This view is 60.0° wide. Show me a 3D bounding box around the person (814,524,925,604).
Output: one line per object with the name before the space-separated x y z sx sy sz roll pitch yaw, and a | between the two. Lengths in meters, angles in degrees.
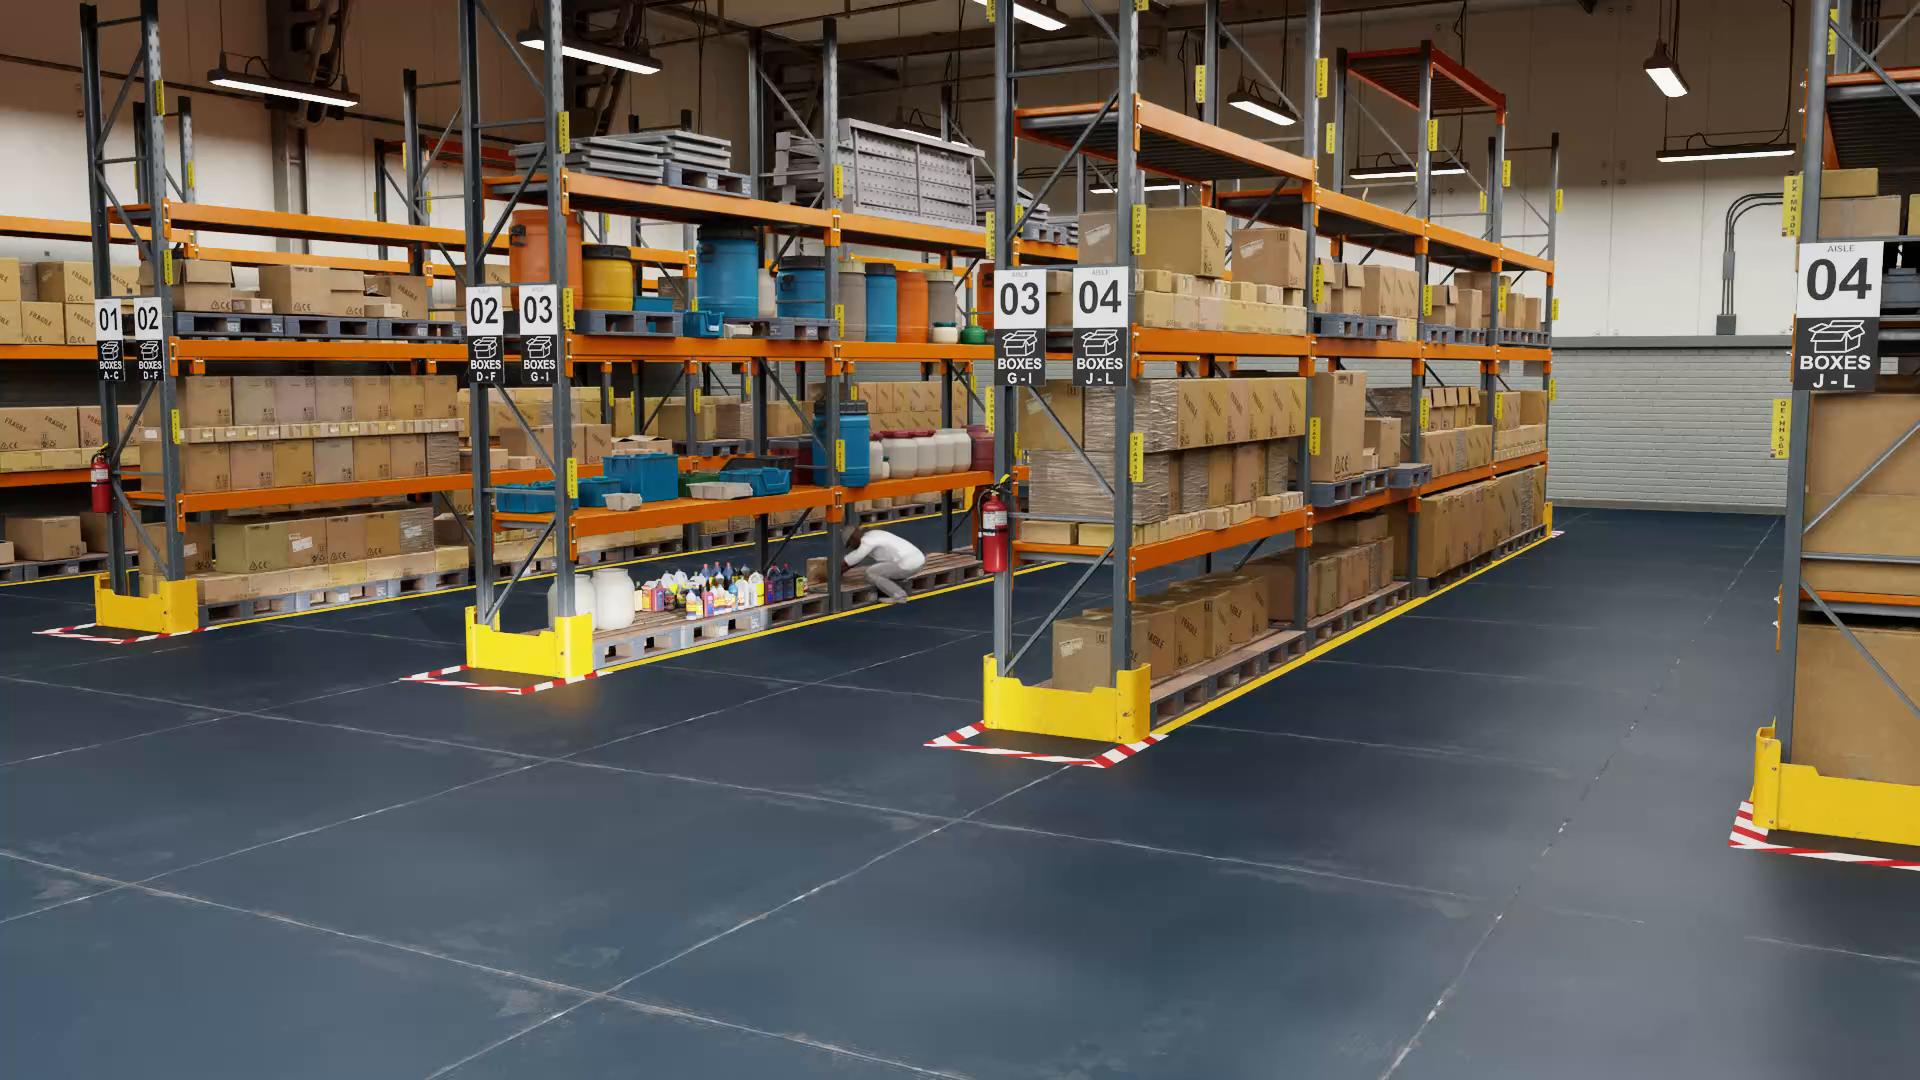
person | -0.980 0.253 18.118 1.191 0.840 0.534 1 6 13
